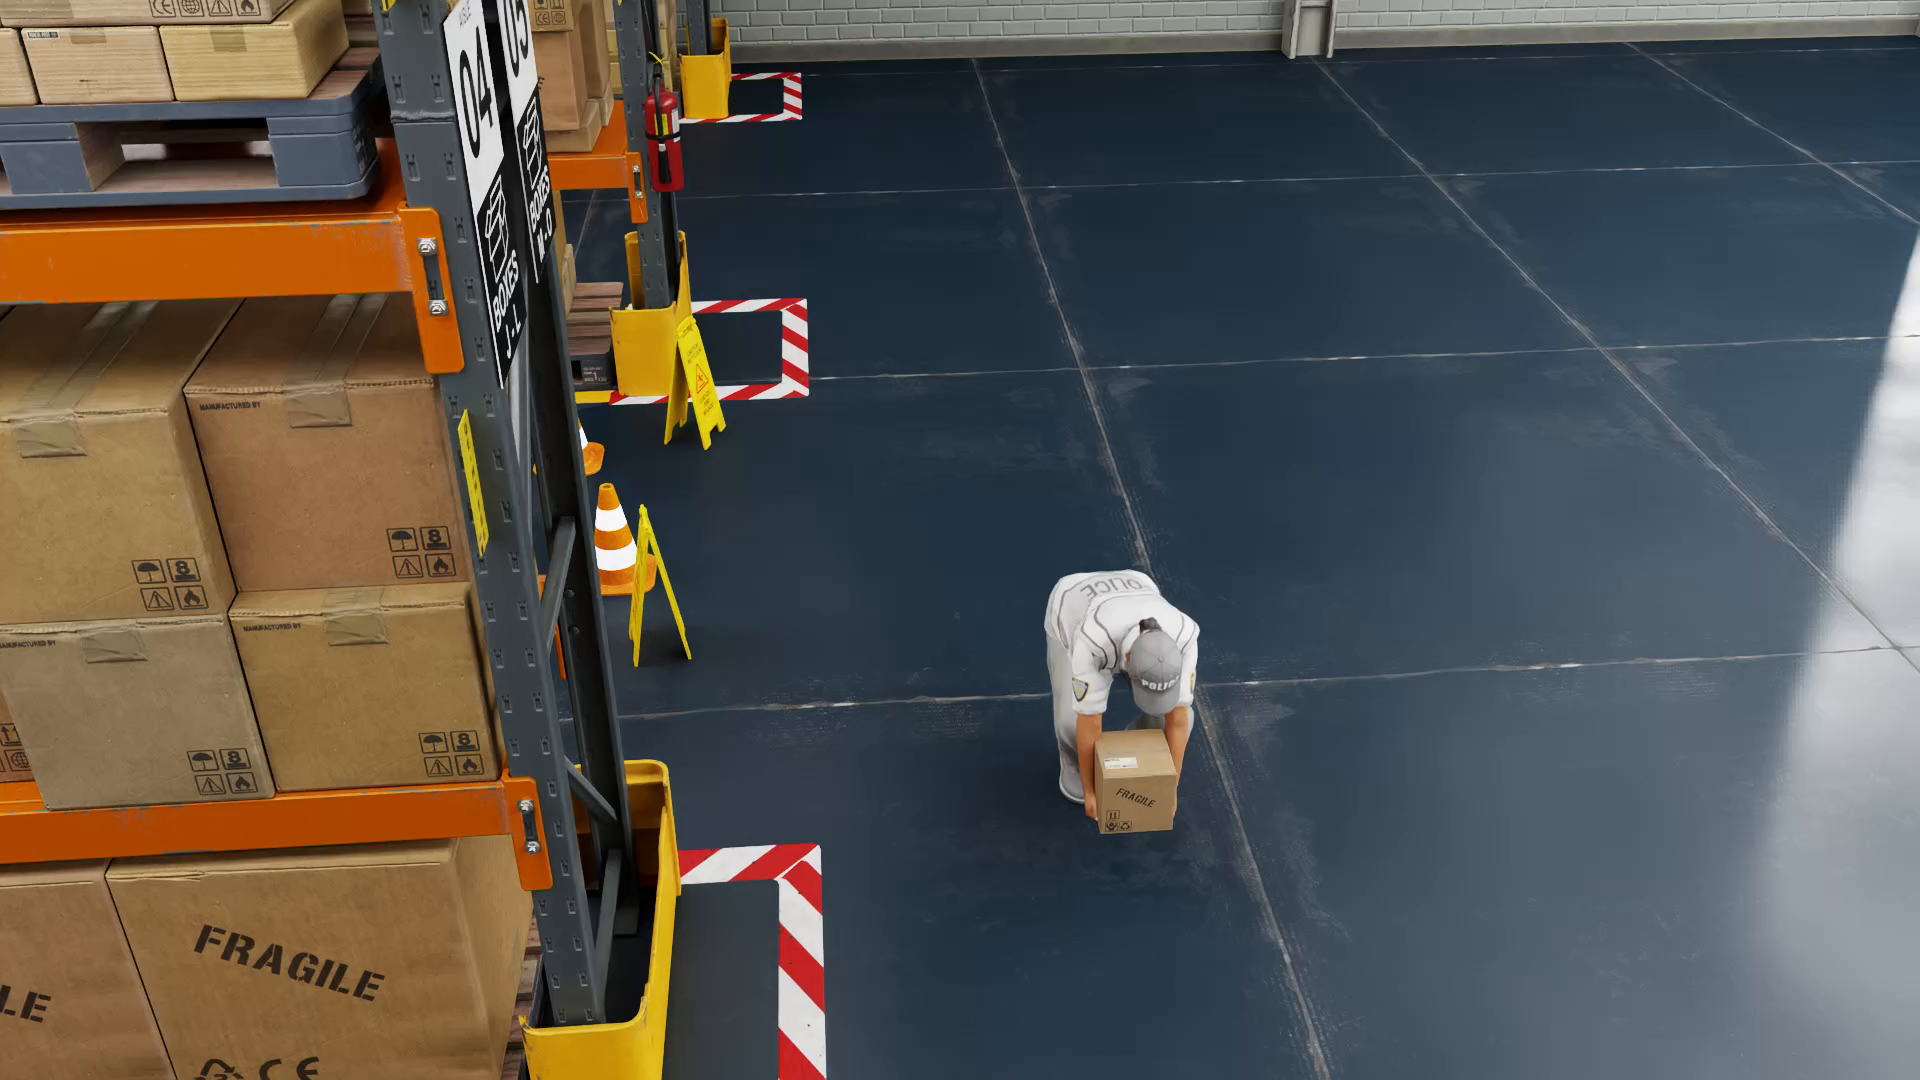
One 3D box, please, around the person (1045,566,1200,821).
[{"bbox_3d":[0.581,0.538,5.950,0.512,0.942,0.907,-4,32,-6],"label":"person"}]
